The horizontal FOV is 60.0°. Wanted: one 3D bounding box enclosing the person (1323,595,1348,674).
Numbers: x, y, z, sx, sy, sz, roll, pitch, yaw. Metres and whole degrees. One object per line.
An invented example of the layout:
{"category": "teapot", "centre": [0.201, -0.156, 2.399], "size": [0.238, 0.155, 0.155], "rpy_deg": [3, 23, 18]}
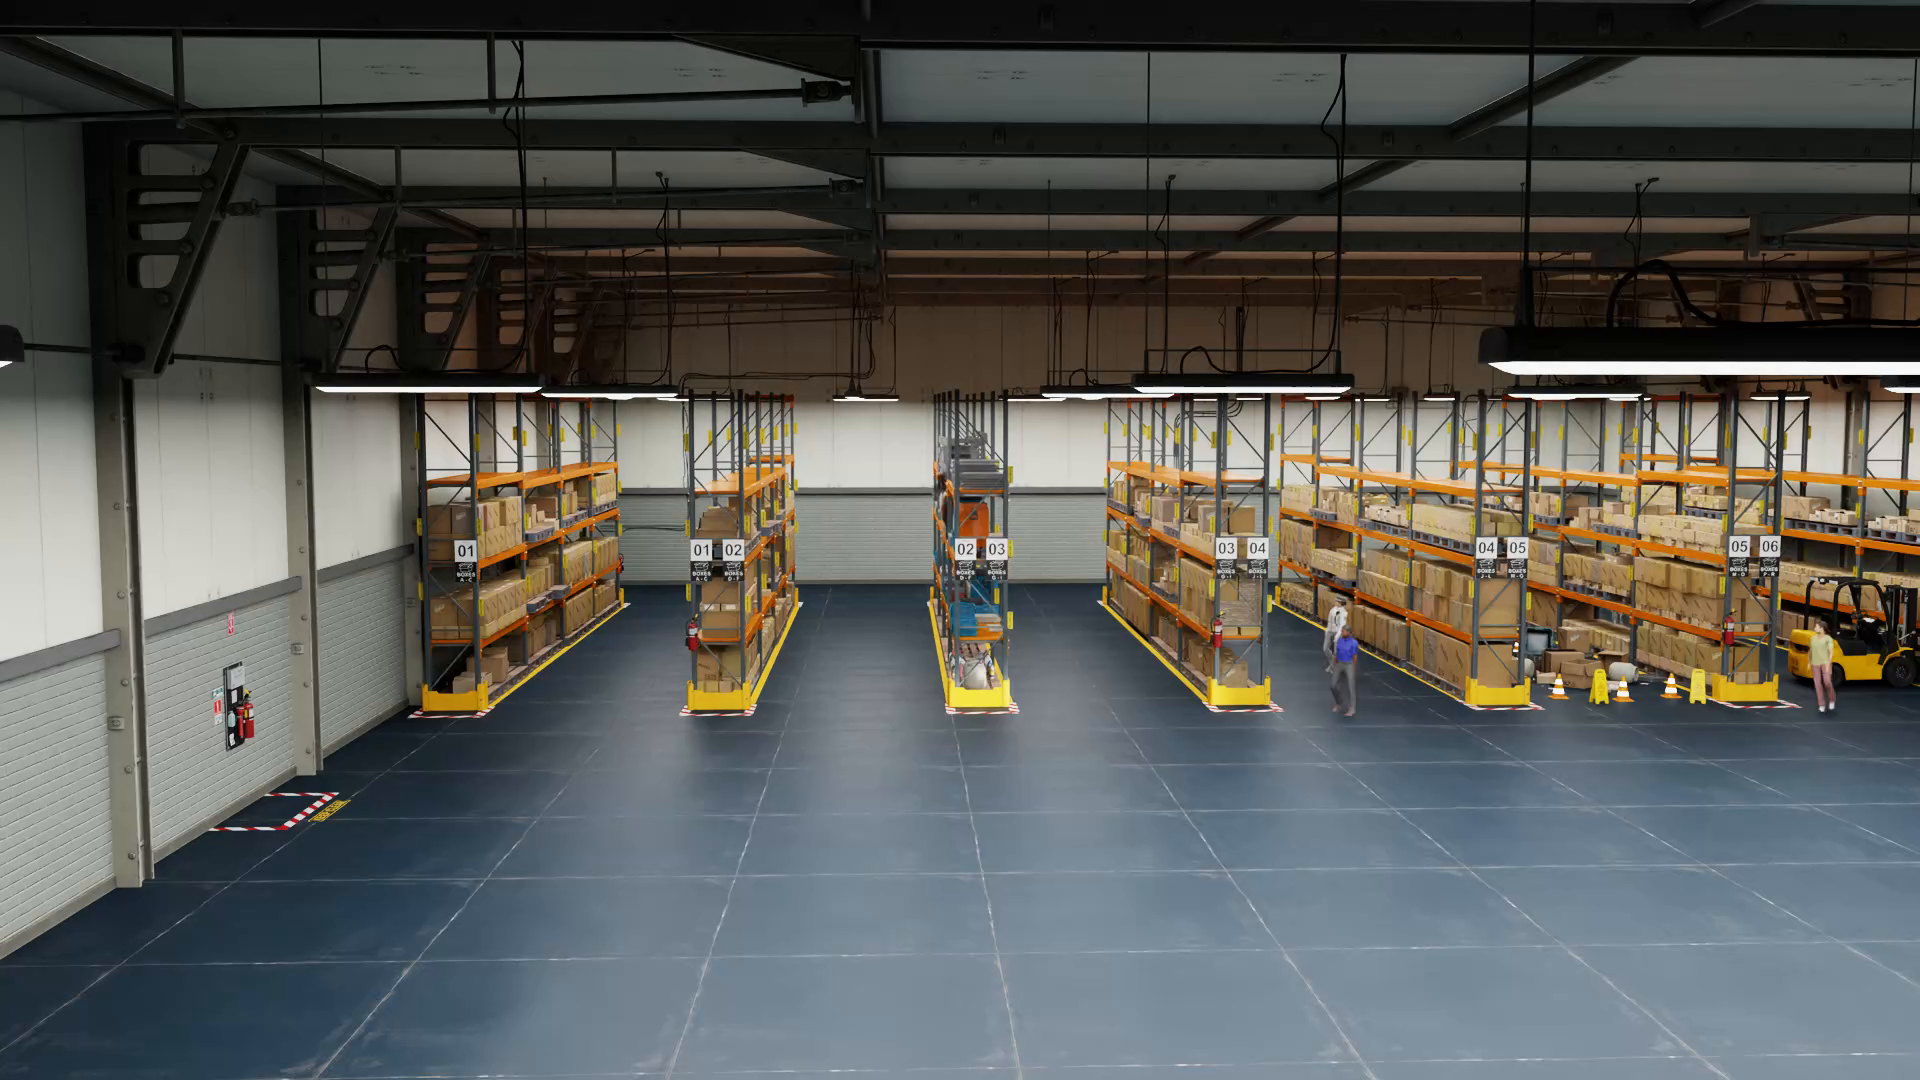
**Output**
{"category": "person", "centre": [7.974, 2.011, 35.448], "size": [0.444, 1.703, 0.561], "rpy_deg": [-3, 6, -36]}

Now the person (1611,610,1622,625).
{"category": "person", "centre": [16.829, 1.403, 42.761], "size": [0.432, 1.688, 0.500], "rpy_deg": [2, 5, 18]}

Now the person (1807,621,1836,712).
{"category": "person", "centre": [16.086, 2.353, 31.064], "size": [0.519, 1.670, 0.448], "rpy_deg": [4, 6, 42]}

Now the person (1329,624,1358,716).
{"category": "person", "centre": [7.098, 2.390, 30.707], "size": [0.497, 1.684, 0.432], "rpy_deg": [4, 6, 40]}
